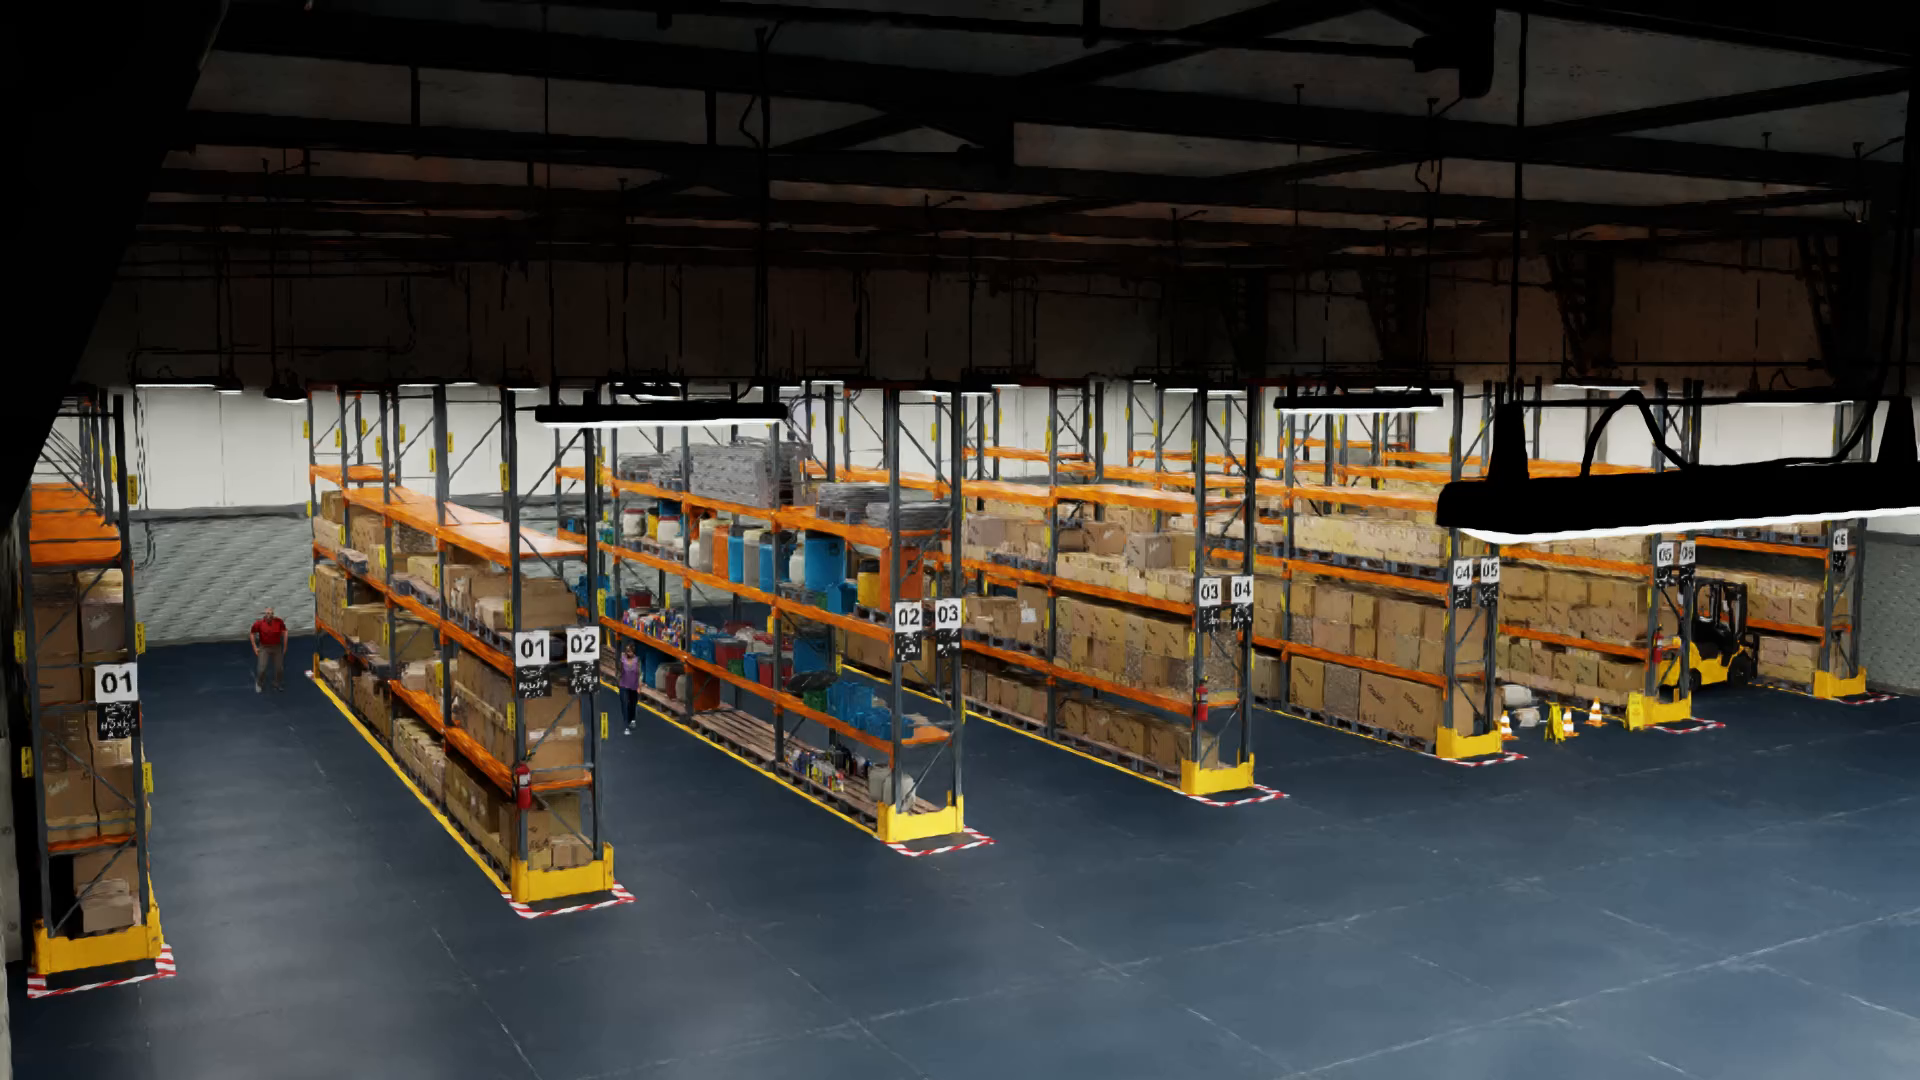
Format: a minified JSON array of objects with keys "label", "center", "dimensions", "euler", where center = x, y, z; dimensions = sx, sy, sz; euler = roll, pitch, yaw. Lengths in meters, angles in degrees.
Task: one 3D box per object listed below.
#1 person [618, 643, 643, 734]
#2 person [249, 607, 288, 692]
[{"label":"person","center":[-5.665,2.518,28.589],"dimensions":[0.407,1.533,0.962],"euler":[-2,6,-20]},{"label":"person","center":[-13.311,2.098,32.050],"dimensions":[0.682,1.676,0.535],"euler":[-4,7,-31]}]
